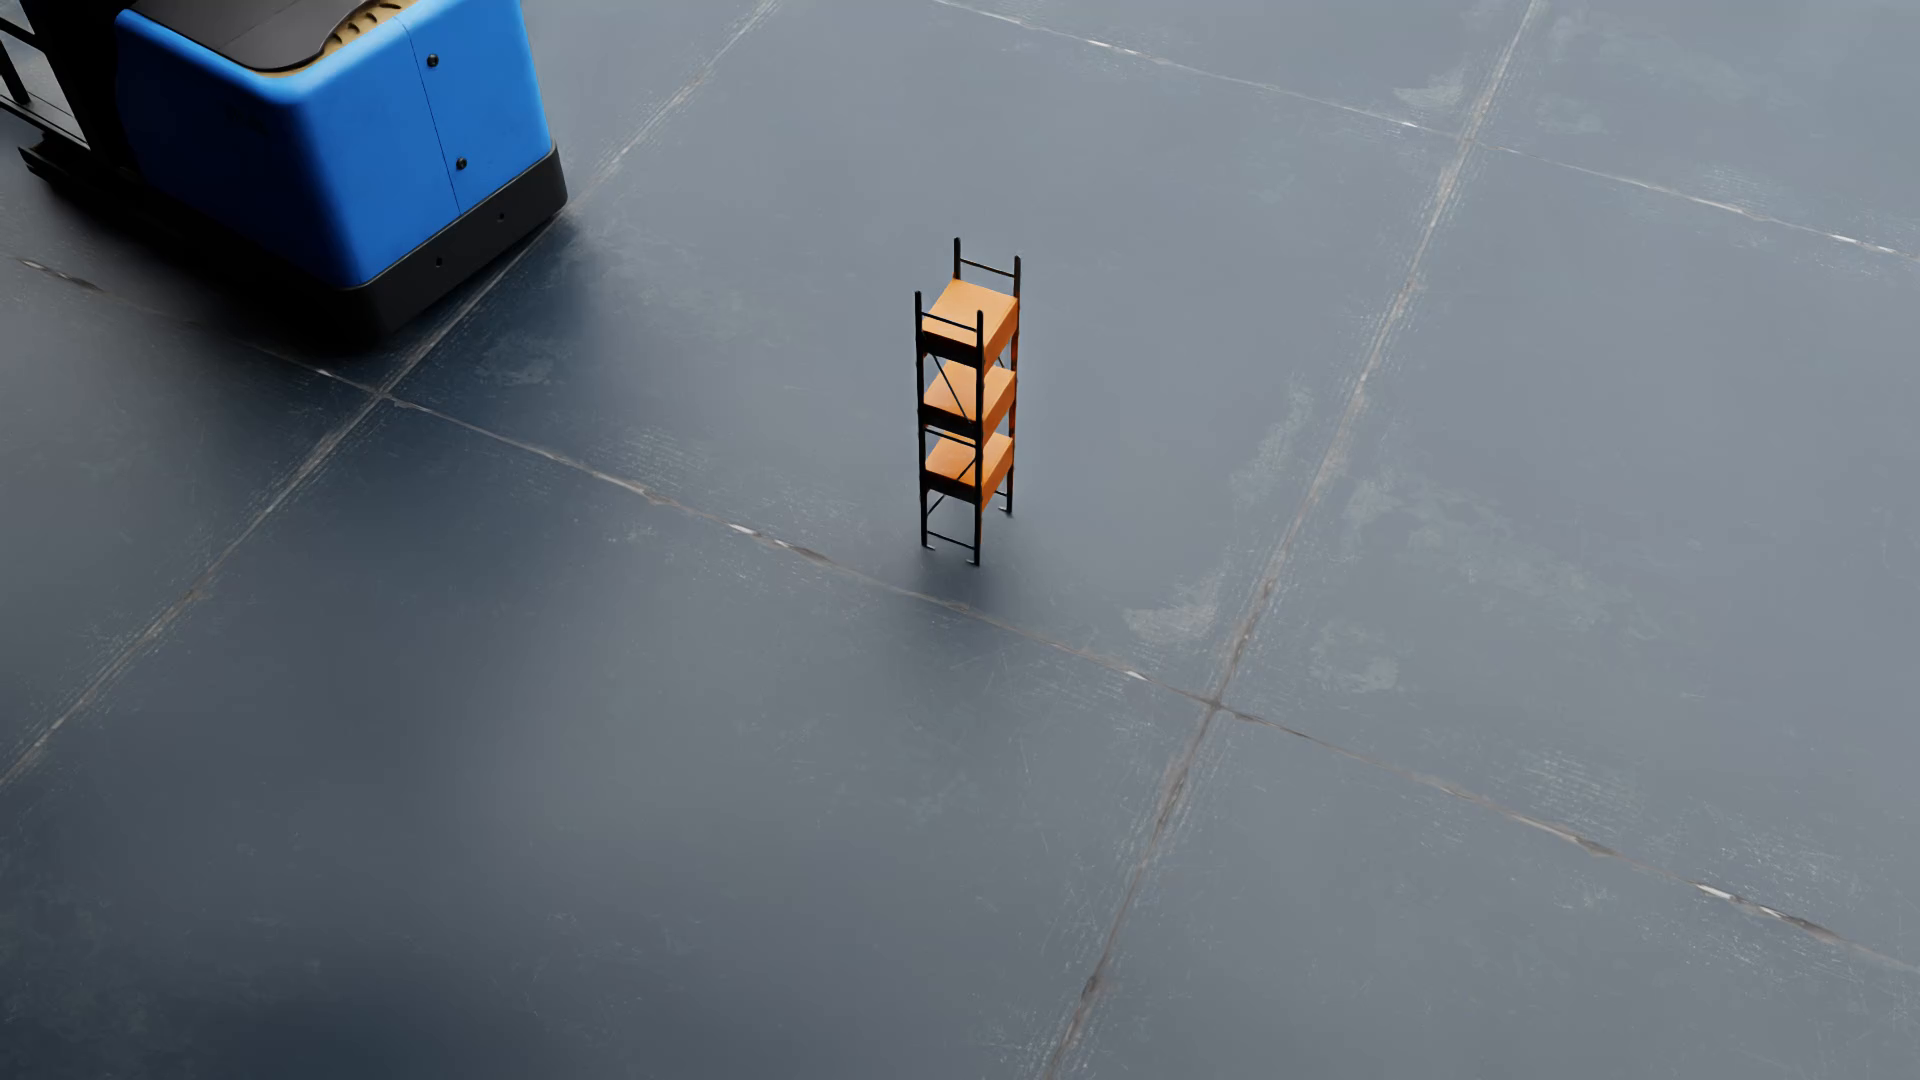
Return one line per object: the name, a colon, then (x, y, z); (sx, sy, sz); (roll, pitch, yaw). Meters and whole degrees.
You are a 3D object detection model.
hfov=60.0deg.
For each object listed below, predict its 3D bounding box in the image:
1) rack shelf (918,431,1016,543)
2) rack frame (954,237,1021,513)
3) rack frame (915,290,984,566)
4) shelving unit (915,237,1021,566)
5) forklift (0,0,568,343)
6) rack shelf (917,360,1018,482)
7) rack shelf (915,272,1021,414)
rack shelf: (0.023, -0.190, 5.101); (0.215, 0.259, 0.240); (20, 52, 16)
rack frame: (0.075, -0.461, 4.953); (0.200, 1.050, 0.008); (20, 52, 16)
rack frame: (-0.029, -0.293, 4.810); (0.200, 1.050, 0.008); (20, 52, 16)
shelving unit: (0.023, -0.377, 4.882); (0.215, 1.050, 0.252); (20, 52, 16)
forklift: (-2.972, -2.537, 5.485); (3.031, 2.935, 1.130); (28, 55, 22)
rack shelf: (0.023, -0.370, 4.890); (0.215, 0.259, 0.240); (20, 52, 16)
rack shelf: (0.023, -0.554, 4.673); (0.215, 0.259, 0.240); (20, 52, 16)
